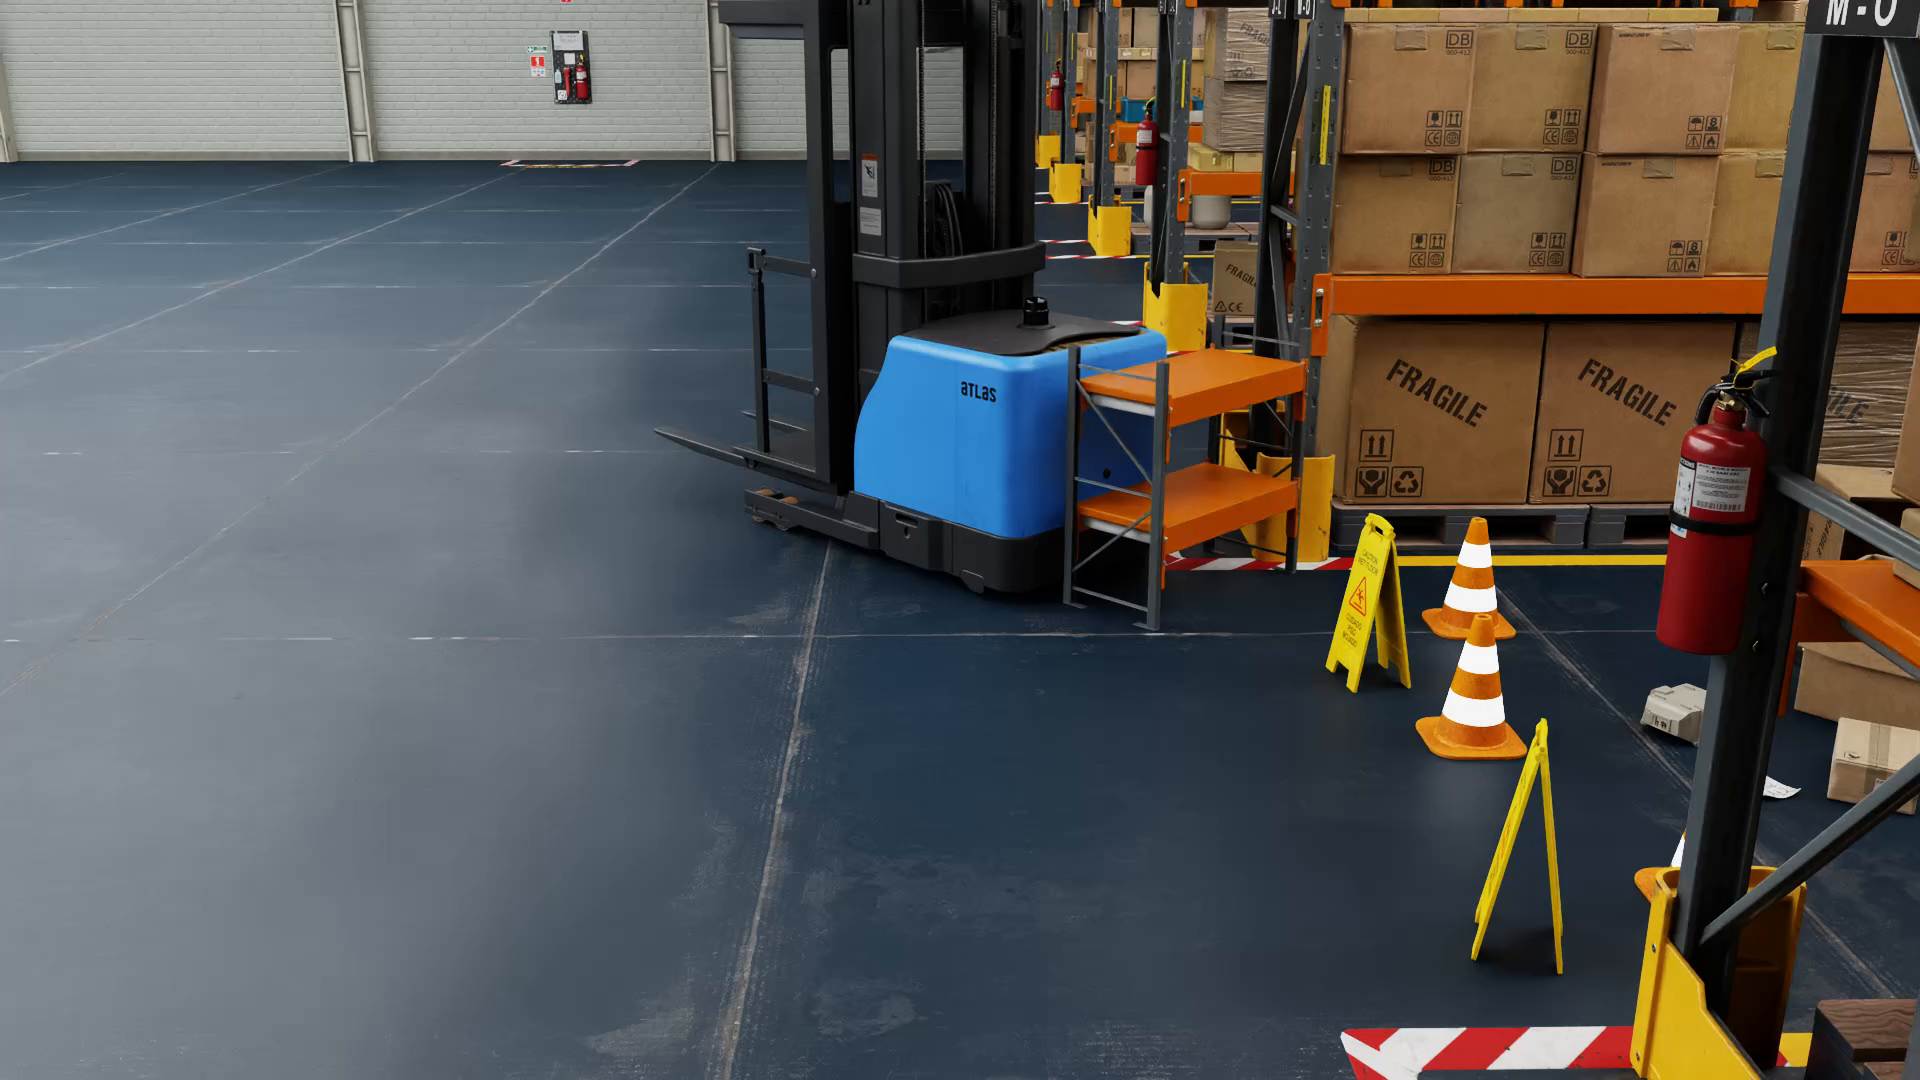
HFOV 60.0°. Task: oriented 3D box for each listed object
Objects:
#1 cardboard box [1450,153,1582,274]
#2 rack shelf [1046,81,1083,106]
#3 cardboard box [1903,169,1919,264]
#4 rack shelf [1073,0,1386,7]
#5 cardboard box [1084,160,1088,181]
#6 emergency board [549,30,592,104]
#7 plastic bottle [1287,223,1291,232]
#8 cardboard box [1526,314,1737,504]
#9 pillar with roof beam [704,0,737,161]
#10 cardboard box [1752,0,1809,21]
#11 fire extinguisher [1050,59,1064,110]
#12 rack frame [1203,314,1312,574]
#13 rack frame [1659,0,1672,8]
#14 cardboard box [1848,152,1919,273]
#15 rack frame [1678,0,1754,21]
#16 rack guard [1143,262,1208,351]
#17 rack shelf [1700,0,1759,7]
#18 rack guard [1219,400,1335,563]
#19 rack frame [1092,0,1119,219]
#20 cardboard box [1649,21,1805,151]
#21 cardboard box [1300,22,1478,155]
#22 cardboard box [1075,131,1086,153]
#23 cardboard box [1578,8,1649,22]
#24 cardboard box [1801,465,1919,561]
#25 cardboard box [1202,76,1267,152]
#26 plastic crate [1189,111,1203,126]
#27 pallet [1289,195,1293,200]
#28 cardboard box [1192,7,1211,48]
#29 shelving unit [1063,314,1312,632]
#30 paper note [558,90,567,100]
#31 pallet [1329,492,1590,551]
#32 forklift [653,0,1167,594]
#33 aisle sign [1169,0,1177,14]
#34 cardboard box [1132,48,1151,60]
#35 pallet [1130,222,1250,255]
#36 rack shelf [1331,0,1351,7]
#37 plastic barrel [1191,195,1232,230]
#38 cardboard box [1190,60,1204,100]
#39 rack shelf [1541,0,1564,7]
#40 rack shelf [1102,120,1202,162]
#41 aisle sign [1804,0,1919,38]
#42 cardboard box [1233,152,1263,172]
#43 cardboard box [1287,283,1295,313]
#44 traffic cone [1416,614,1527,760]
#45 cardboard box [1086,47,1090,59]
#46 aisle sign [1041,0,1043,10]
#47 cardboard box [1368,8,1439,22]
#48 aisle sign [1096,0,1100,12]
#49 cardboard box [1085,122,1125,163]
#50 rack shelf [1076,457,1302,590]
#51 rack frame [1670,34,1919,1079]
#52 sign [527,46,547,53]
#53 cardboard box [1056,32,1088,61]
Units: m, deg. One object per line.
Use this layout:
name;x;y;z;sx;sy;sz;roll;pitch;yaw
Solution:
cardboard box;2.486;-1.600;7.878;0.550;0.550;0.875;0;18;-1
rack shelf;3.354;-7.224;26.835;4.000;0.370;1.077;0;18;-1
cardboard box;2.252;-0.727;3.114;0.500;0.500;0.700;-1;18;-2
rack shelf;3.436;-7.140;21.661;4.000;0.370;1.077;0;18;-1
cardboard box;1.967;-5.028;22.624;0.500;0.250;0.500;0;18;-1
emergency board;-6.431;-7.796;27.438;0.643;1.169;0.194;0;18;-1
plastic bottle;3.432;-3.323;17.355;0.097;0.201;0.097;0;18;0
cardboard box;3.123;-0.720;8.172;0.875;0.875;0.875;-1;18;-2
pillar with roof beam;-3.891;-9.338;22.424;0.400;9.000;9.100;0;18;-1
cardboard box;6.385;-3.485;12.330;1.000;1.000;1.000;0;18;0
fire extinguisher;1.310;-6.149;22.431;0.183;0.674;0.296;0;18;-1
rack frame;1.344;-0.436;7.566;0.500;1.125;0.032;17;24;42
rack frame;9.435;-6.083;22.099;0.127;3.000;1.000;0;18;-1
cardboard box;4.105;-1.612;7.918;0.550;0.550;0.875;0;18;-1
rack frame;5.588;-3.038;12.607;0.127;3.000;1.000;0;18;-1
rack guard;1.665;-1.829;12.930;0.348;0.500;1.175;0;18;-1
rack shelf;7.588;-4.133;12.289;4.000;0.370;1.077;0;18;-1
rack guard;1.542;-0.313;8.205;0.348;0.500;1.175;0;18;-1
rack frame;1.510;-4.531;17.263;0.127;3.000;1.000;0;18;-1
cardboard box;3.576;-2.113;7.711;0.500;0.550;0.875;0;18;-1
cardboard box;1.937;-2.079;7.604;0.550;0.550;0.875;0;18;-1
cardboard box;2.047;-6.462;26.963;0.500;0.311;0.500;-2;18;-7
cardboard box;4.643;-3.614;12.116;0.500;0.500;0.500;0;18;-1
cardboard box;4.029;-0.013;7.265;0.500;0.500;0.500;3;18;9
cardboard box;2.139;-3.202;12.469;0.500;0.500;0.875;0;18;-1
plastic crate;2.410;-4.312;17.010;0.250;0.136;0.298;0;18;-1
pallet;4.640;-4.745;22.493;1.213;0.211;1.003;0;18;-1
cardboard box;2.986;-6.715;21.783;0.500;0.500;0.700;0;18;-1
shelving unit;0.990;-0.325;7.218;0.538;1.125;1.048;17;24;42
paper note;-6.609;-7.396;27.636;0.142;0.148;0.016;0;18;-1
pallet;2.364;-0.203;8.336;1.213;0.211;1.003;0;18;-1
forklift;-0.430;-1.535;8.034;1.130;2.935;3.031;-16;24;-41
aisle sign;1.531;-4.165;11.864;0.004;0.787;0.394;0;18;-1
cardboard box;2.345;-6.340;21.674;0.250;0.149;0.380;0;18;-1
pallet;2.398;-3.221;17.742;1.213;0.211;1.003;0;18;-1
rack shelf;3.566;-2.599;7.505;4.000;0.370;1.077;0;18;-1
plastic barrel;2.668;-3.576;17.669;0.421;0.512;0.421;0;18;0
cardboard box;2.924;-6.095;21.973;0.500;0.500;0.700;0;18;0
rack shelf;11.353;-8.691;26.497;4.000;0.370;1.077;0;18;-1
rack shelf;3.510;-4.199;17.403;4.000;0.370;1.077;0;18;-1
aisle sign;1.678;-1.318;2.990;0.004;0.787;0.394;0;18;-1
cardboard box;2.128;-2.823;12.348;0.250;0.149;0.380;0;18;-1
cardboard box;2.810;-2.040;12.900;0.500;0.500;0.500;4;18;14
traffic cone;1.797;0.483;5.786;0.334;0.463;0.336;0;18;-1
cardboard box;1.815;-6.461;22.052;0.250;0.149;0.380;-1;18;-2
aisle sign;1.287;-8.703;26.011;0.004;0.787;0.394;0;18;-1
cardboard box;3.143;-3.607;12.092;0.500;0.500;0.500;0;18;-1
aisle sign;1.434;-5.860;17.147;0.004;0.787;0.394;0;18;-1
cardboard box;1.967;-5.386;22.512;0.500;0.500;0.500;0;18;-1
rack shelf;0.990;-0.092;7.293;0.538;0.278;1.000;17;24;42
rack frame;1.745;0.008;3.112;0.127;3.000;1.000;0;18;-1
sign;-6.980;-8.091;27.433;0.331;0.109;0.001;0;18;-1
cardboard box;1.822;-7.920;26.810;0.500;0.500;0.500;0;18;-1
